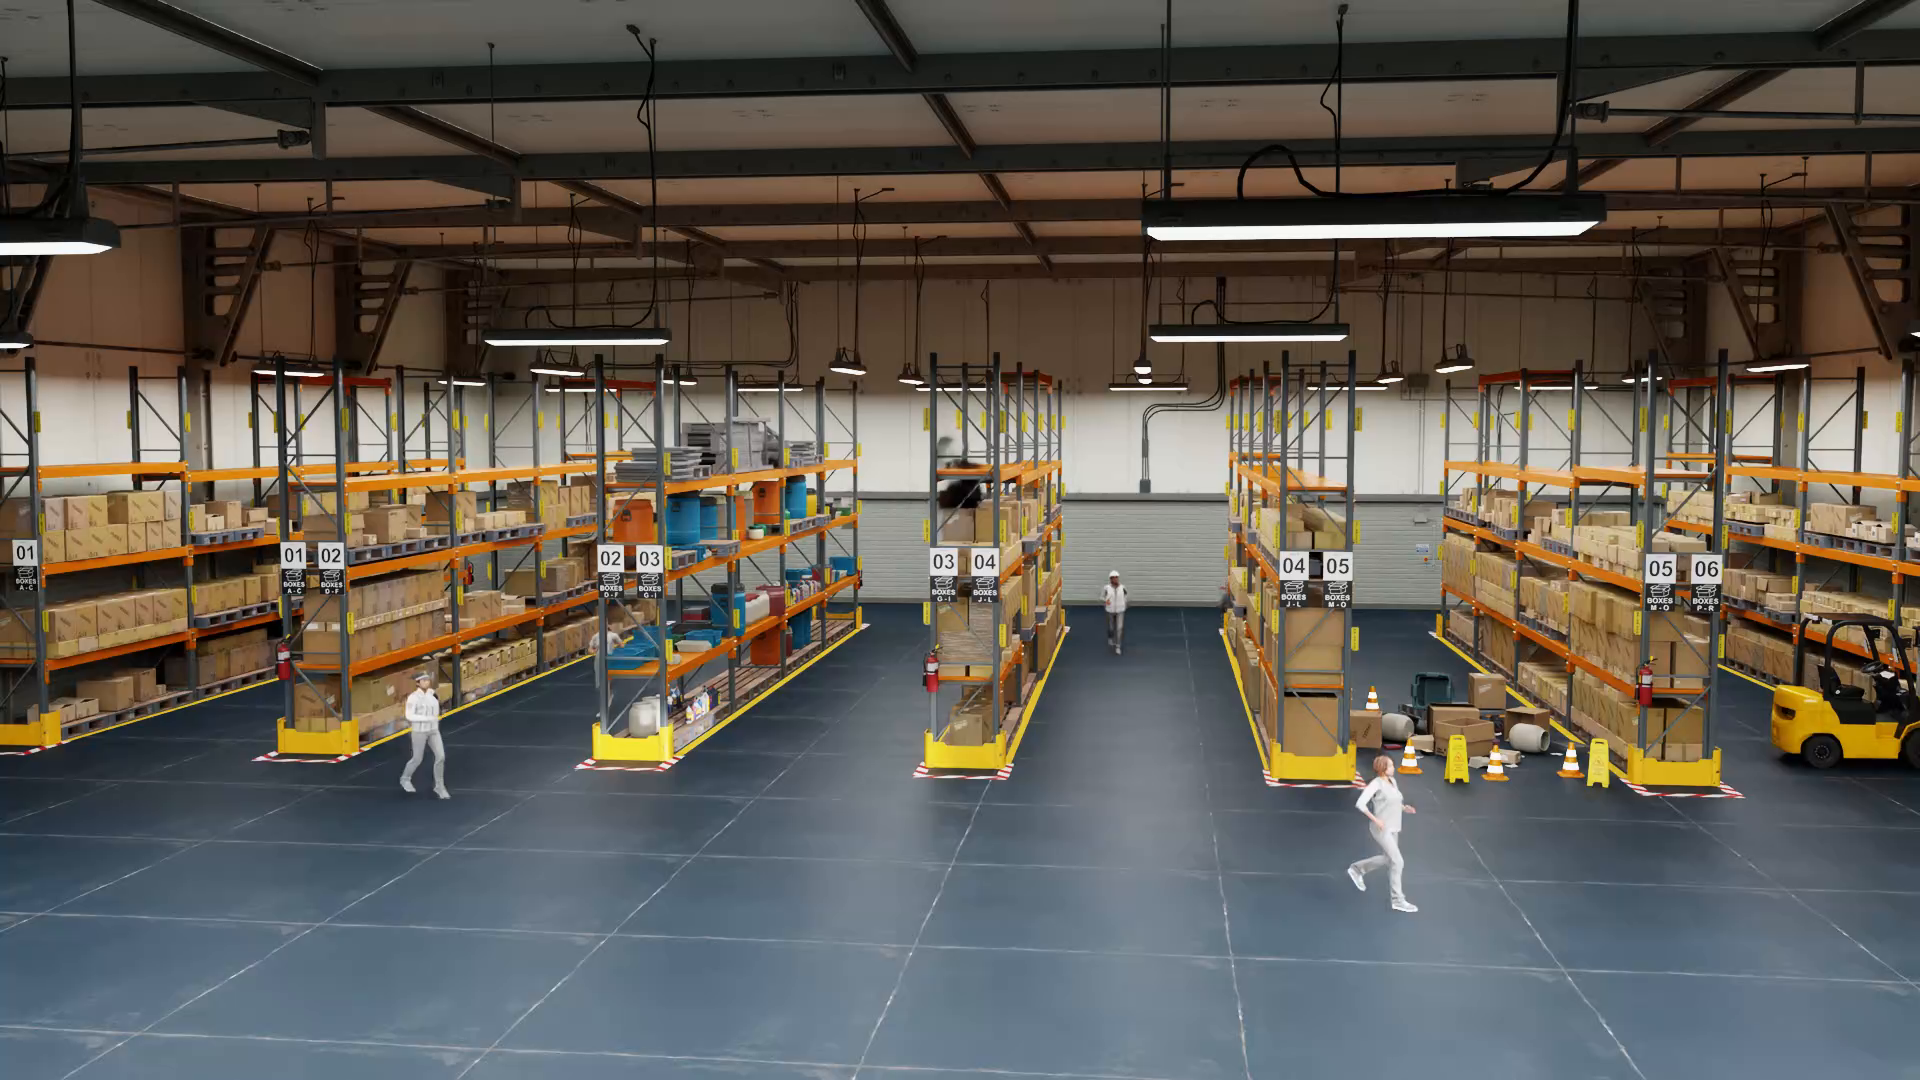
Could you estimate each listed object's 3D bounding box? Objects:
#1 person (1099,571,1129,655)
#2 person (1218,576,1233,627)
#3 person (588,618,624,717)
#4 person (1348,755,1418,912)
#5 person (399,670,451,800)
[{"bbox_3d":[3.363,1.557,36.184,0.661,1.781,0.951,0,4,-1],"label":"person"},{"bbox_3d":[6.590,1.343,40.454,0.613,1.648,0.596,-1,4,-8],"label":"person"},{"bbox_3d":[-6.061,2.151,28.414,0.569,1.627,0.963,1,4,7],"label":"person"},{"bbox_3d":[4.357,2.997,17.157,0.812,1.571,0.547,3,5,41],"label":"person"},{"bbox_3d":[-7.169,2.589,22.220,0.827,1.743,0.616,3,5,33],"label":"person"}]
